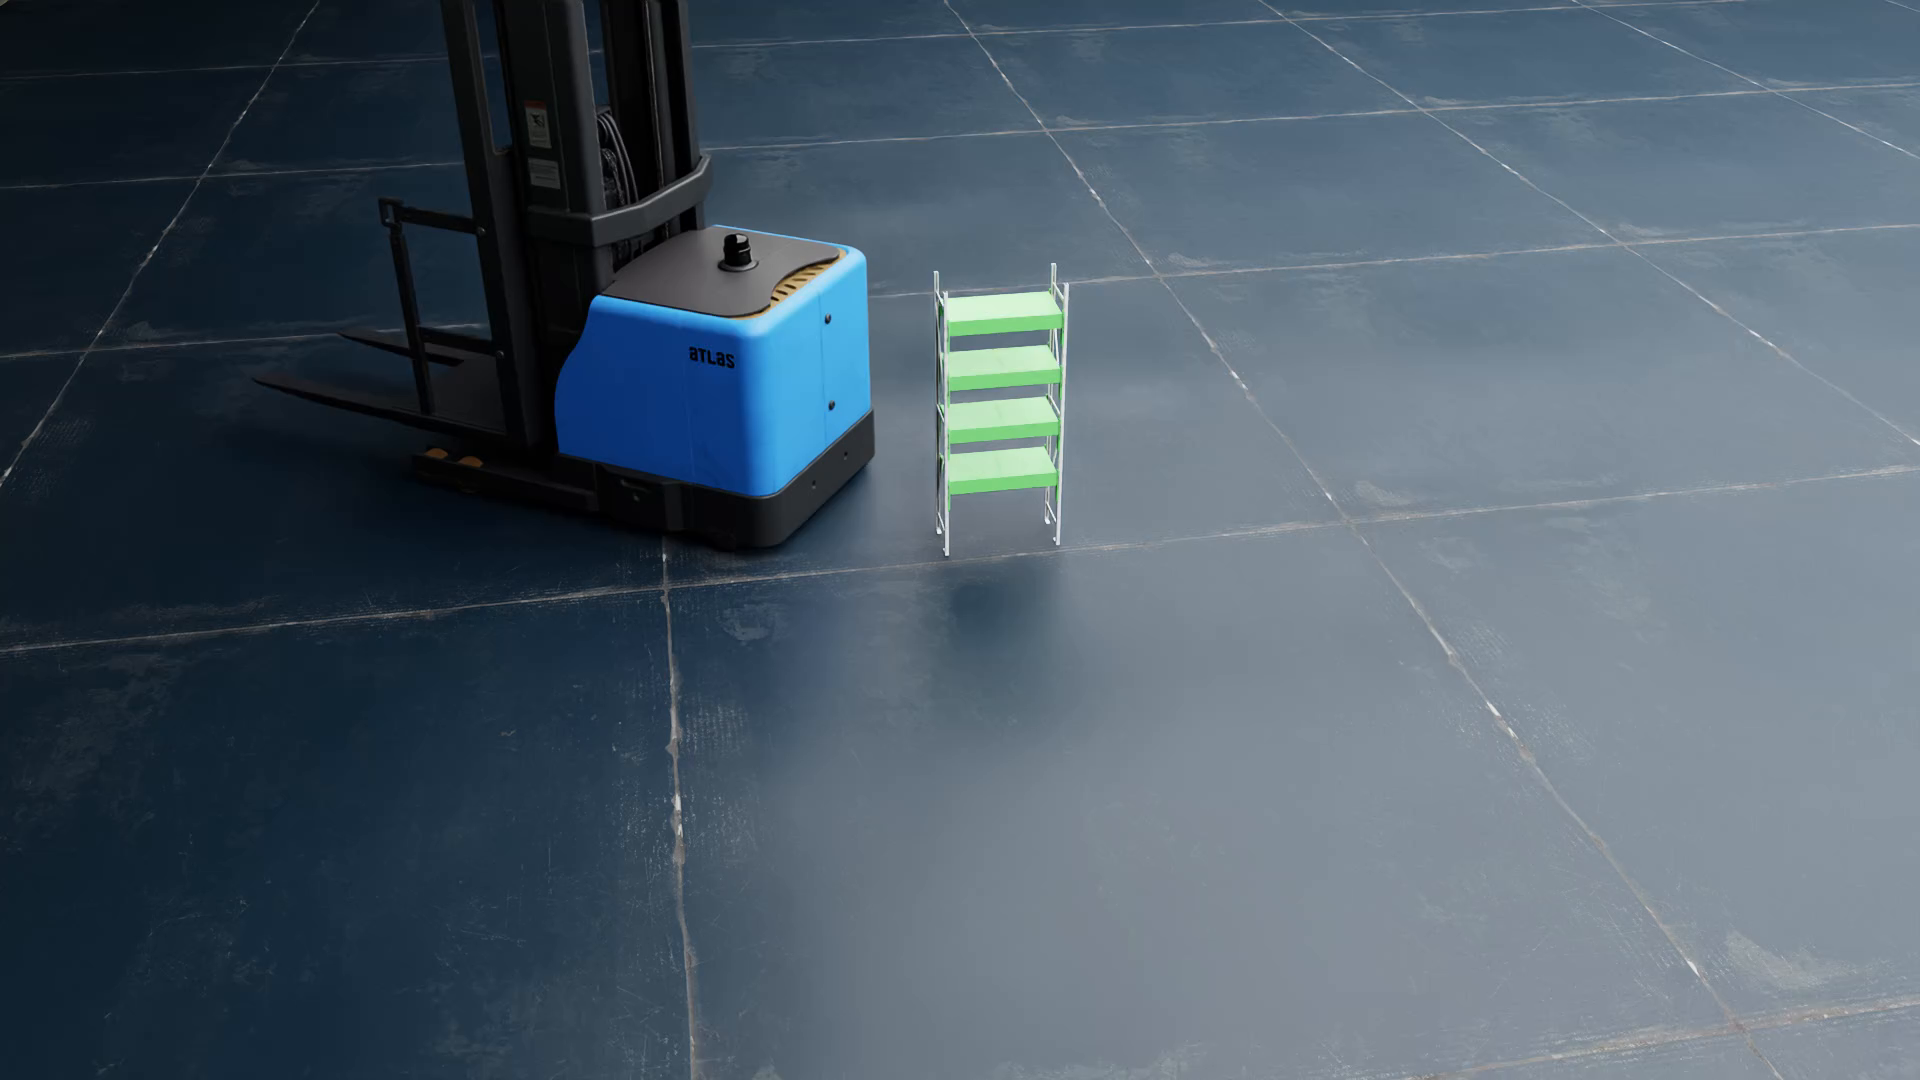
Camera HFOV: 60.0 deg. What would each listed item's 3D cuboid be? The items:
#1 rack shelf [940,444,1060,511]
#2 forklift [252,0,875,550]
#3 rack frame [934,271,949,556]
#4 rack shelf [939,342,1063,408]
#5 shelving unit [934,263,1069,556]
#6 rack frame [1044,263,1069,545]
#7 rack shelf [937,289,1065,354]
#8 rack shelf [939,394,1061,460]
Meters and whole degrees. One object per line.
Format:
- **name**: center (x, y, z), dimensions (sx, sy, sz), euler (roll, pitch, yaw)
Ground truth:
- **rack shelf**: center (0.163, -0.270, 7.126), dimensions (0.480, 0.148, 0.258), euler (-5, 31, -9)
- **forklift**: center (-1.961, -1.707, 7.261), dimensions (3.031, 2.935, 1.130), euler (13, 33, 21)
- **rack frame**: center (-0.077, -0.510, 6.934), dimensions (0.015, 1.200, 0.240), euler (-5, 31, -9)
- **rack shelf**: center (0.163, -0.684, 6.882), dimensions (0.480, 0.148, 0.258), euler (-5, 31, -9)
- **shelving unit**: center (0.163, -0.532, 6.972), dimensions (0.503, 1.200, 0.258), euler (-5, 31, -9)
- **rack frame**: center (0.403, -0.555, 7.009), dimensions (0.015, 1.200, 0.240), euler (-5, 31, -9)
- **rack shelf**: center (0.163, -0.891, 6.761), dimensions (0.480, 0.148, 0.258), euler (-5, 31, -9)
- **rack shelf**: center (0.163, -0.477, 7.004), dimensions (0.480, 0.148, 0.258), euler (-5, 31, -9)
